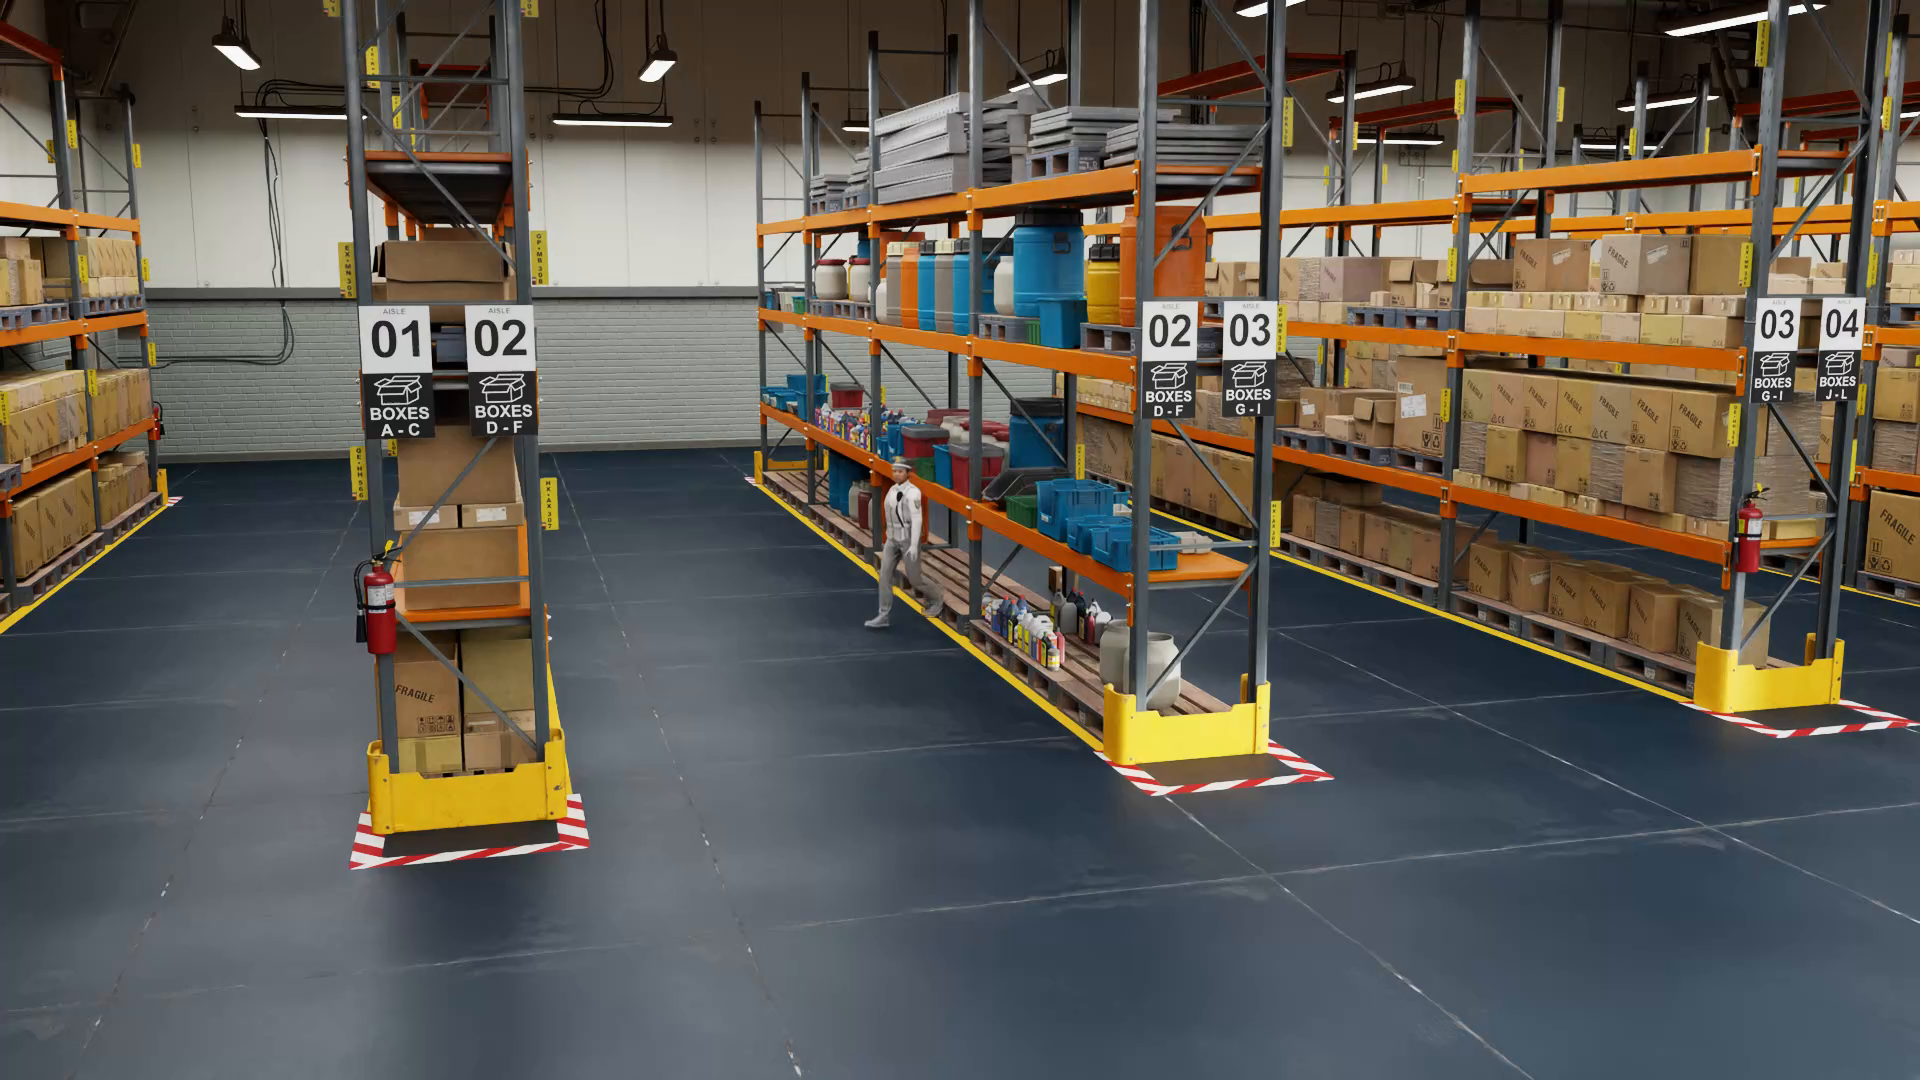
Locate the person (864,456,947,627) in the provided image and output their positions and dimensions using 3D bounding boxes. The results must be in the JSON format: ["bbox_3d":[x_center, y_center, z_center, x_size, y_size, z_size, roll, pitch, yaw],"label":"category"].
[{"bbox_3d":[-0.520,0.002,15.961,0.906,1.649,0.499,-8,12,-40],"label":"person"}]
